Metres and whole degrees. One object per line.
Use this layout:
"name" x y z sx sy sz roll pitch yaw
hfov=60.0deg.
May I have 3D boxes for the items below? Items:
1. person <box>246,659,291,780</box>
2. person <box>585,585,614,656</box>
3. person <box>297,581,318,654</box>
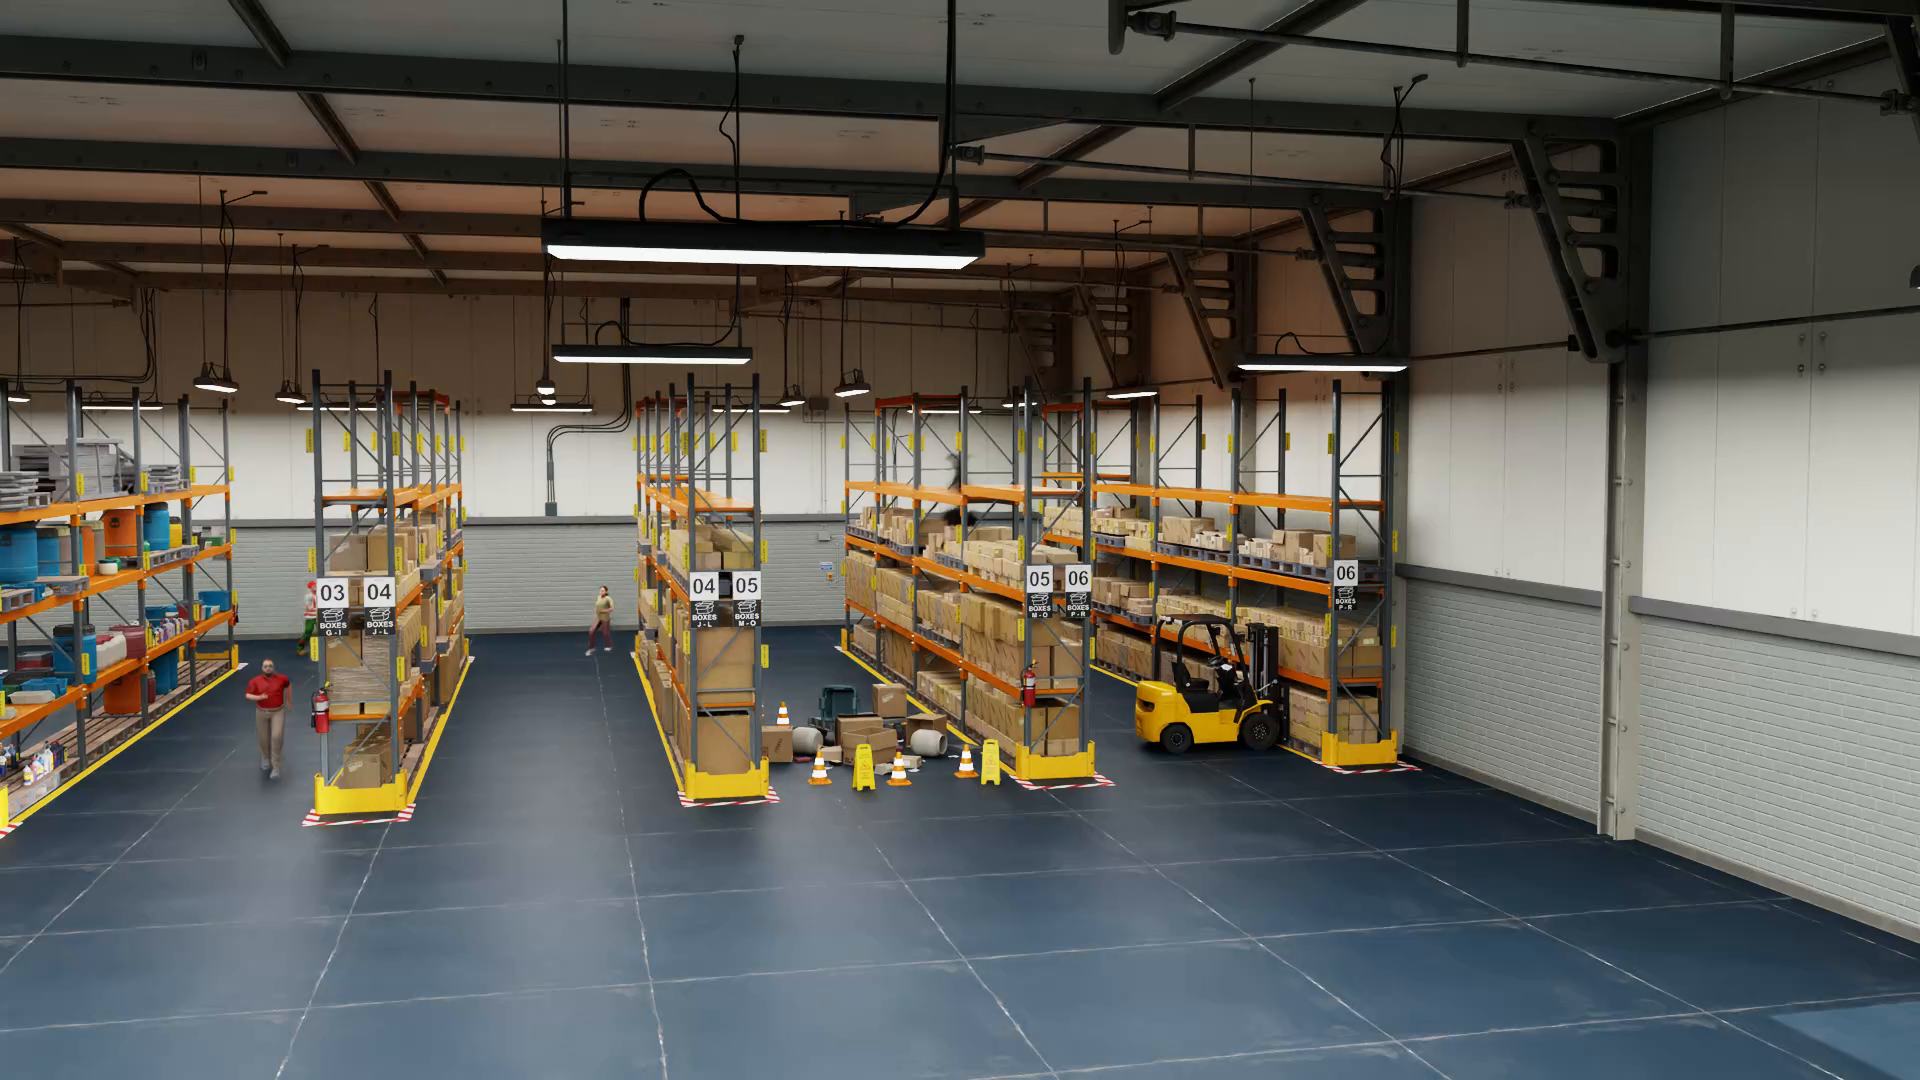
"person" -10.462 2.672 25.184 0.641 1.768 0.915 -1 4 -22
"person" -8.455 1.903 39.509 0.651 1.681 0.788 1 4 20
"person" -15.299 1.832 39.408 0.825 1.734 0.683 1 3 14
